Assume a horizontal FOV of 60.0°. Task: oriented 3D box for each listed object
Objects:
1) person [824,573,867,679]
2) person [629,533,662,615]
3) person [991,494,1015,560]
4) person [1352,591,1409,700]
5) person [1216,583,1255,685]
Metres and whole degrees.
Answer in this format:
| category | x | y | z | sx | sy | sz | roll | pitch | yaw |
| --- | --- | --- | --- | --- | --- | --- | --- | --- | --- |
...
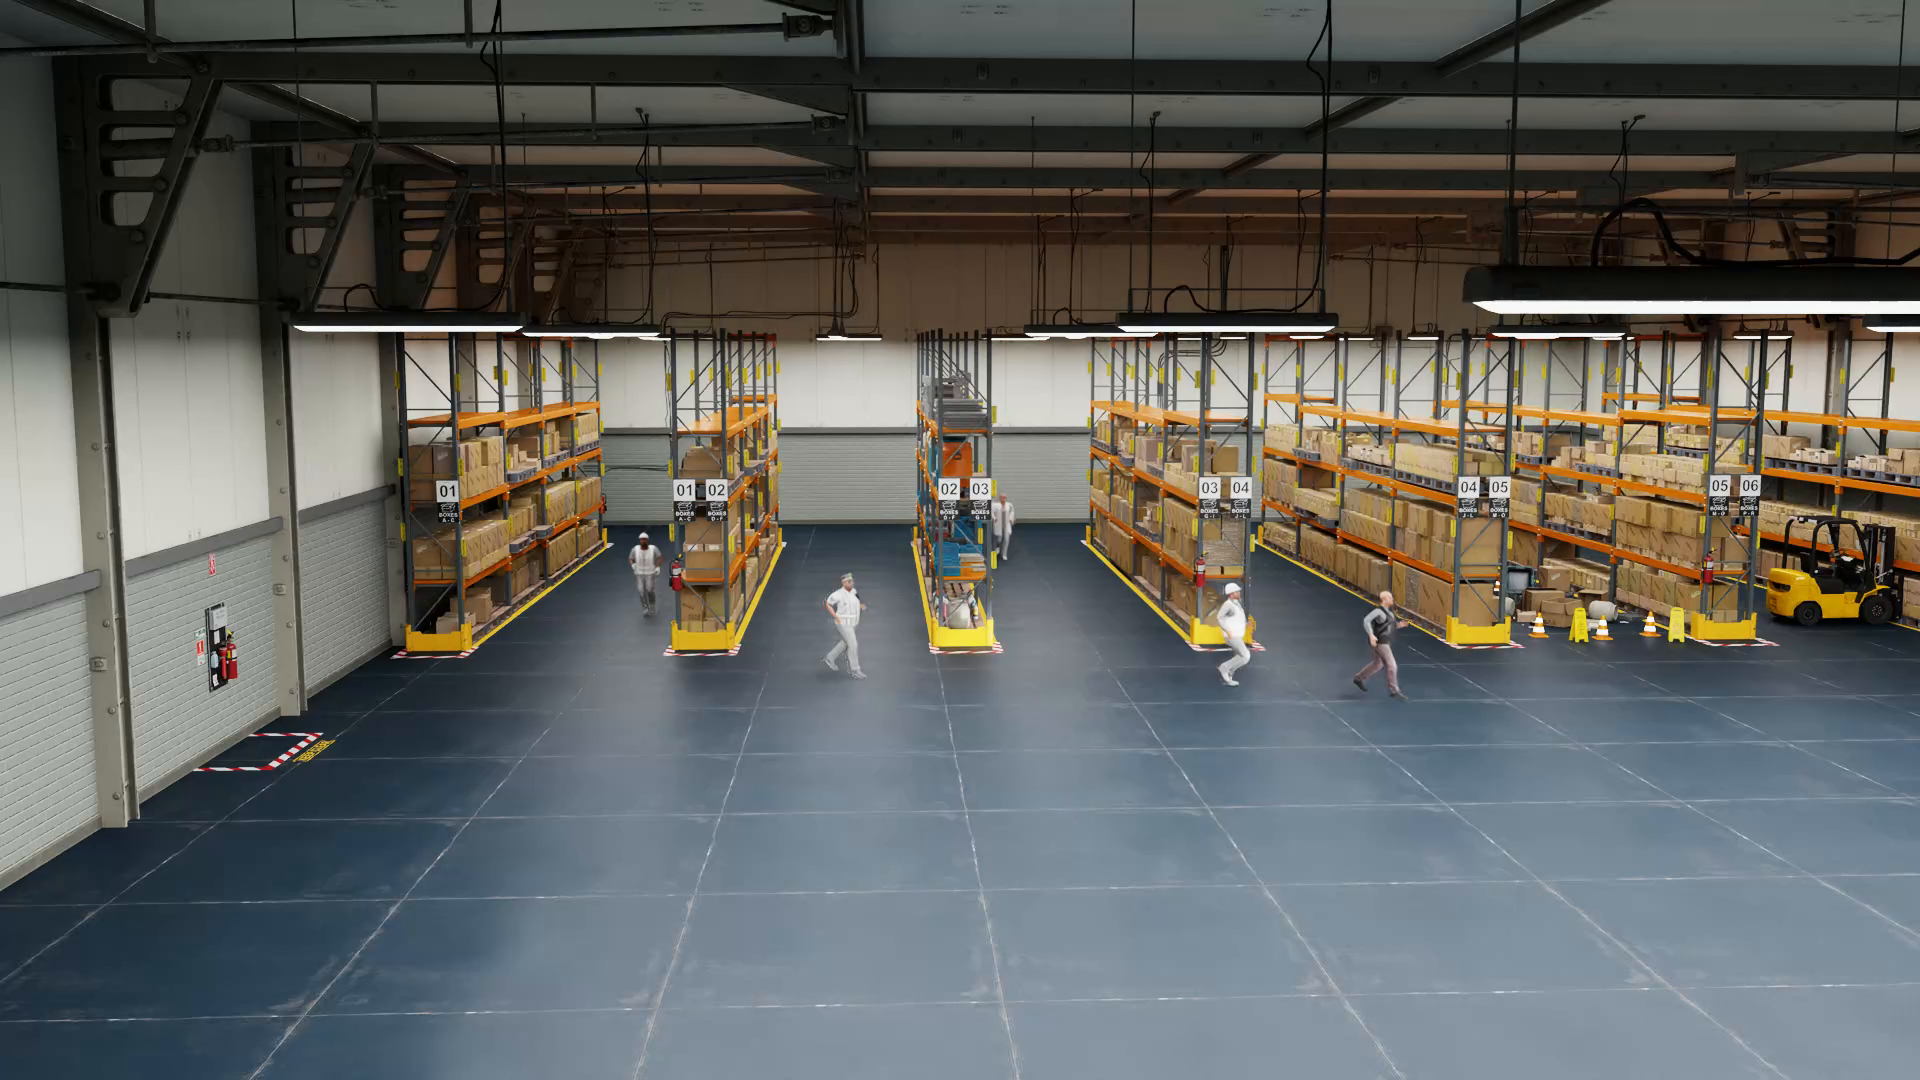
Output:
| category | x | y | z | sx | sy | sz | roll | pitch | yaw |
| --- | --- | --- | --- | --- | --- | --- | --- | --- | --- |
| person | -1.969 | 1.459 | 28.771 | 0.912 | 1.816 | 0.641 | 4 | 8 | 28 |
| person | -6.638 | 0.724 | 34.980 | 0.679 | 1.744 | 0.607 | 0 | 7 | -1 |
| person | 1.128 | -0.377 | 44.459 | 0.699 | 1.759 | 0.912 | -1 | 7 | -9 |
| person | 6.804 | 1.682 | 26.842 | 0.953 | 1.728 | 0.646 | 4 | 8 | 29 |
| person | 4.627 | 1.586 | 27.812 | 0.575 | 1.726 | 0.639 | 3 | 7 | 23 |
